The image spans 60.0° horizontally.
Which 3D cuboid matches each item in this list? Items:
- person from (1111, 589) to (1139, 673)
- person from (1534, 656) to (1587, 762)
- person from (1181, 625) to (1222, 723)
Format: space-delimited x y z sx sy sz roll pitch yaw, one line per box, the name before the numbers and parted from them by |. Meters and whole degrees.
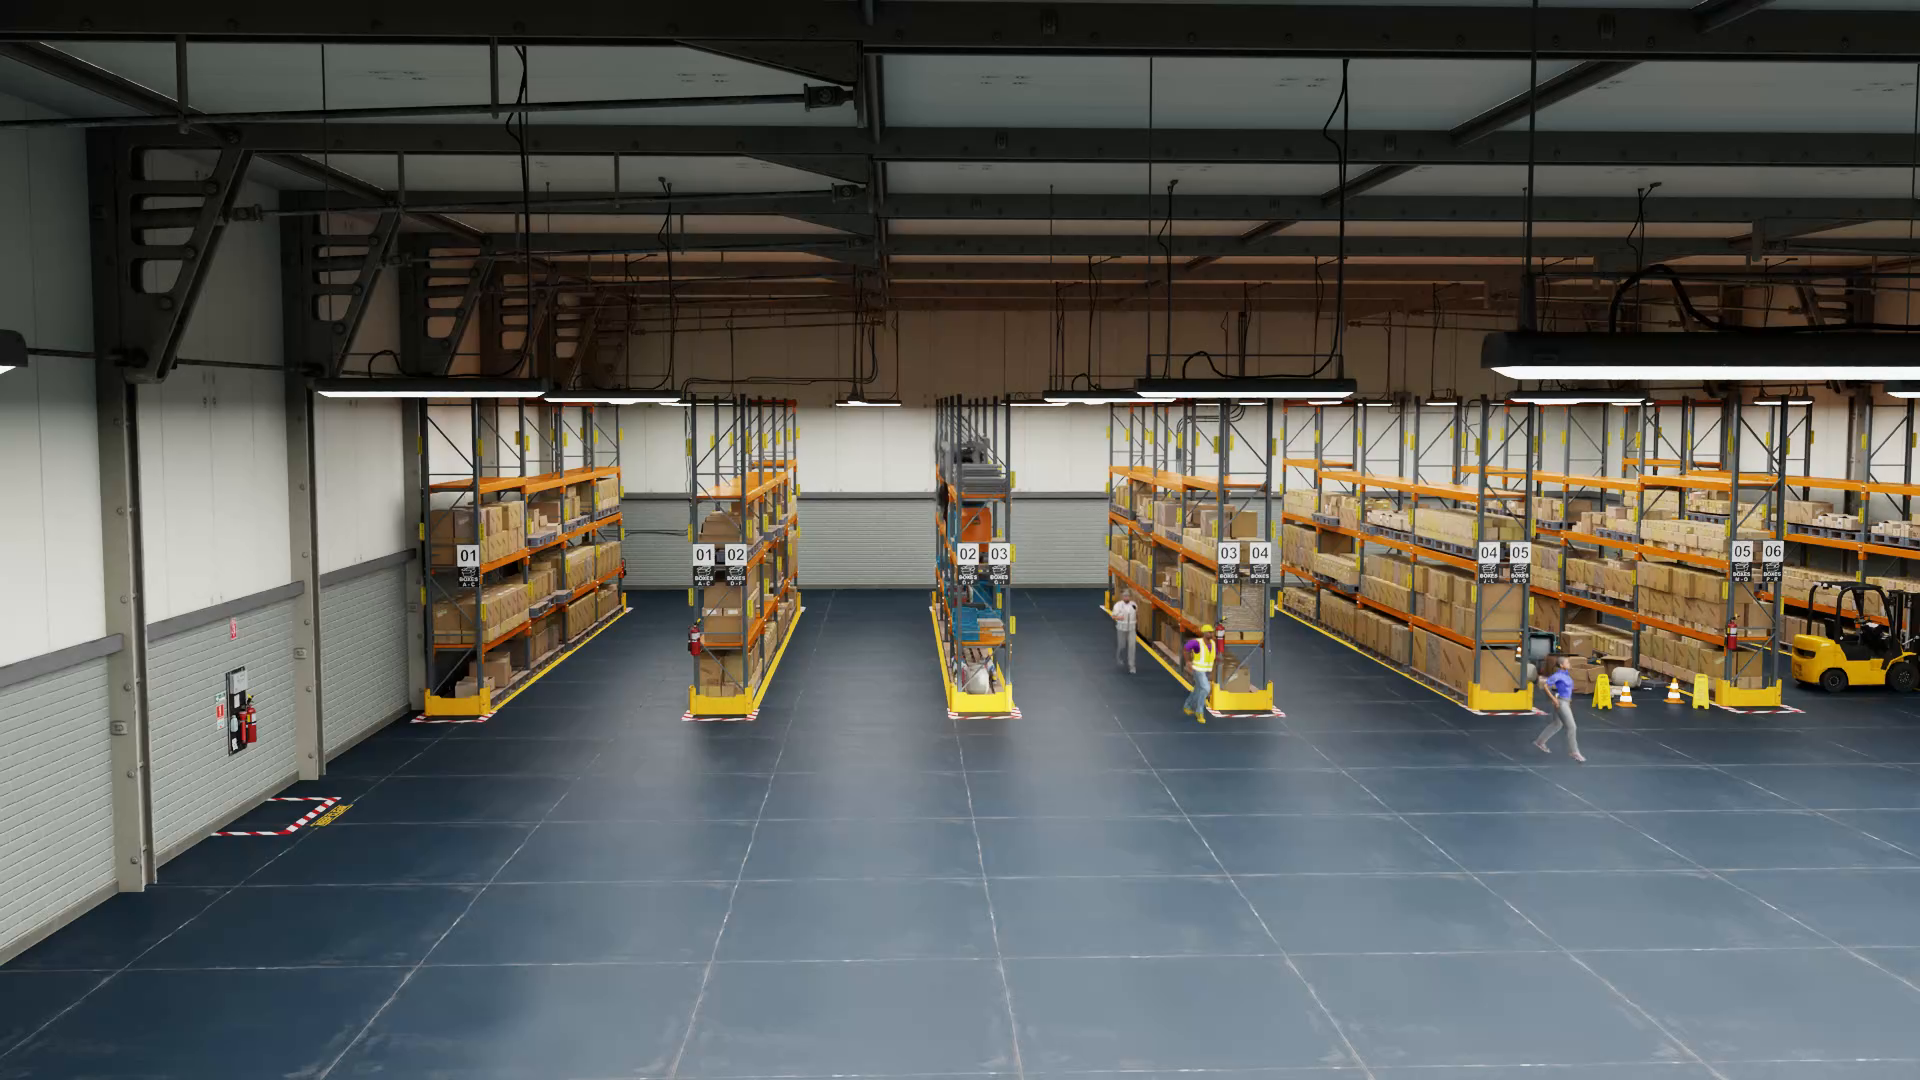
person | 3.635 1.950 36.373 0.659 1.784 0.967 -1 5 -6
person | 9.848 2.741 27.220 0.851 1.689 0.563 3 5 31
person | 4.477 2.448 30.773 0.694 1.785 0.814 -4 6 -38
